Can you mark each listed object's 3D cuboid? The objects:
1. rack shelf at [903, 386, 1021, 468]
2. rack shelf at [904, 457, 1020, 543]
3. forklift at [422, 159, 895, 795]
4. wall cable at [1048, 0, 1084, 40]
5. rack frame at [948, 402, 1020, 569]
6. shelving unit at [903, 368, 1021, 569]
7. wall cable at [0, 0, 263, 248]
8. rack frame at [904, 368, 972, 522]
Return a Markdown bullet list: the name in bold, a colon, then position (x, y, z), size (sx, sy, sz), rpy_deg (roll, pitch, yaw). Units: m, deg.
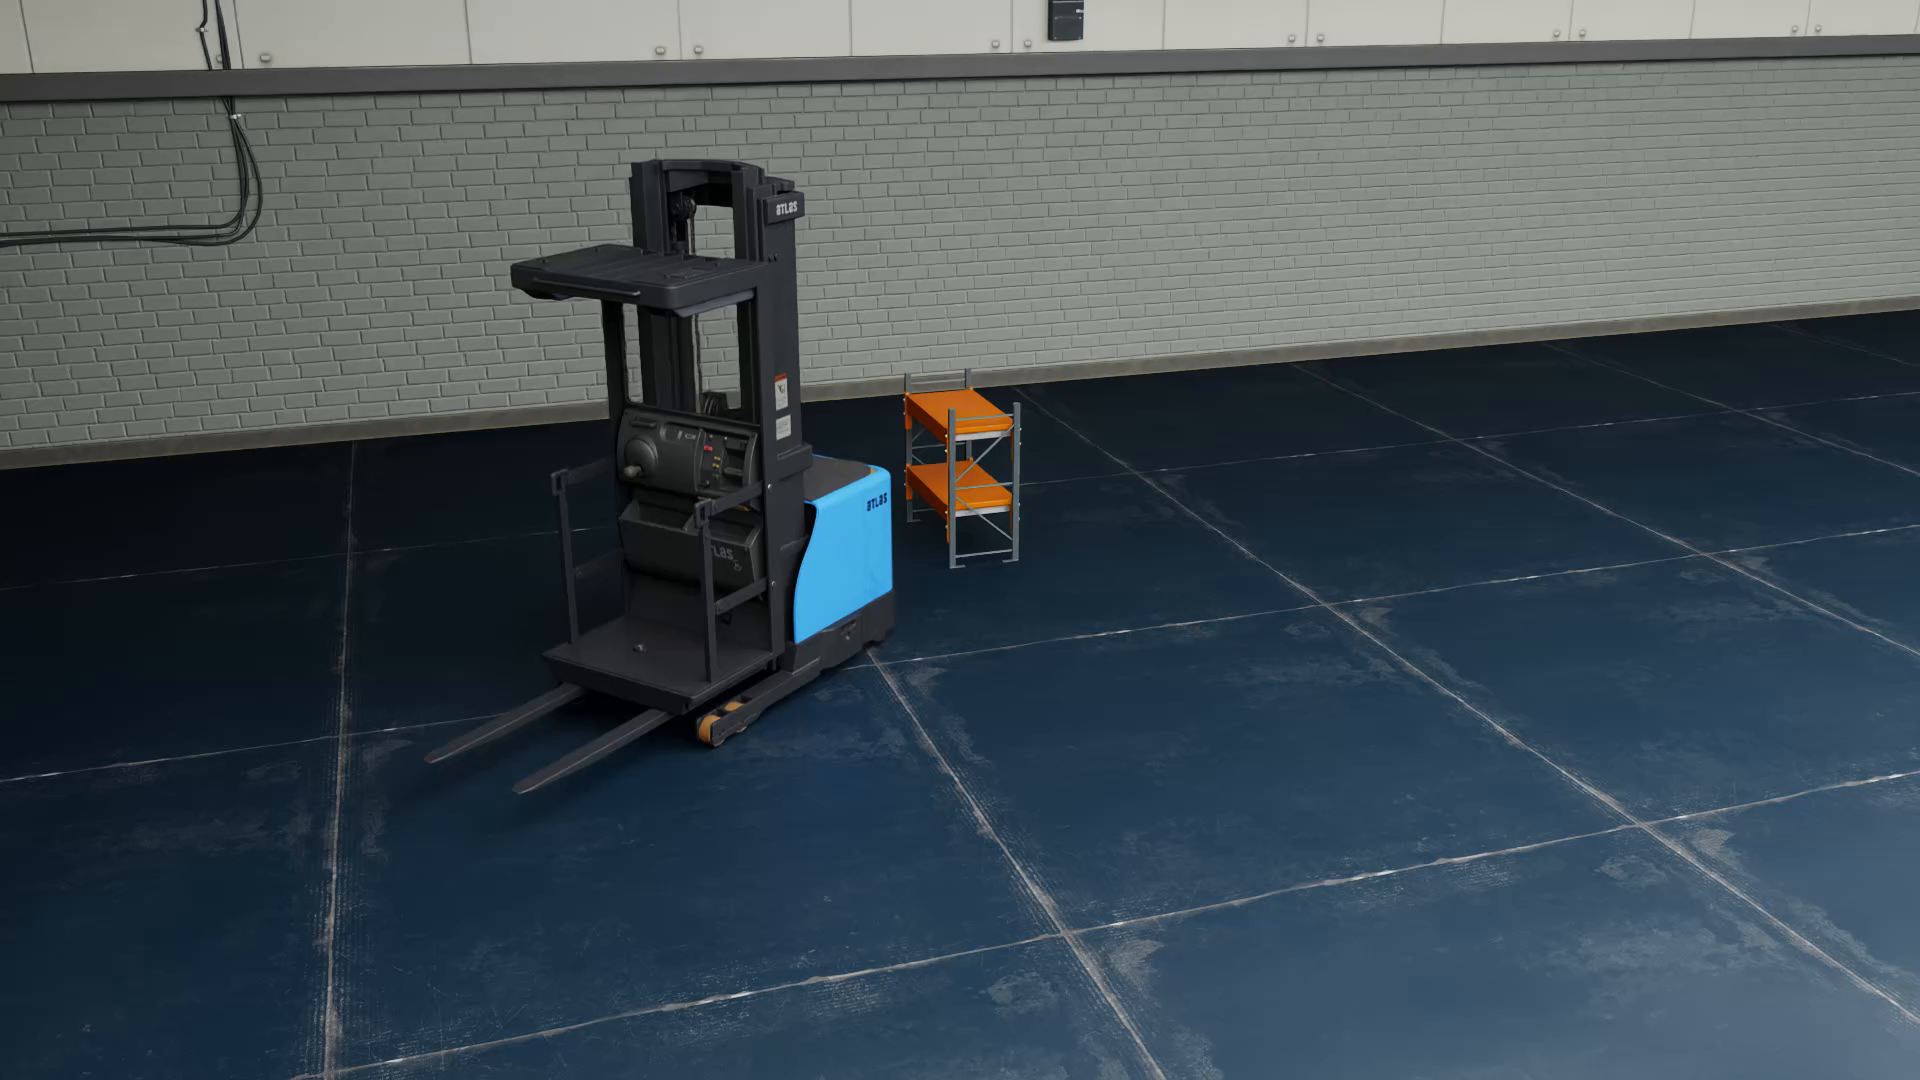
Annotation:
- **rack shelf**: position (0.002, -0.803, 11.621), size (0.538, 0.278, 1.000), rpy_deg (-6, 21, -17)
- **rack shelf**: position (0.002, -0.297, 11.803), size (0.538, 0.278, 1.000), rpy_deg (-6, 21, -17)
- **forklift**: position (-1.593, -0.459, 8.858), size (1.130, 2.935, 3.031), rpy_deg (12, 23, 29)
- **wall cable**: position (1.914, -7.478, 14.393), size (2.305, 6.003, 0.169), rpy_deg (-6, 21, -17)
- **rack frame**: position (0.162, -0.364, 11.266), size (0.500, 1.125, 0.032), rpy_deg (-6, 21, -17)
- **shelving unit**: position (0.002, -0.527, 11.720), size (0.538, 1.125, 1.048), rpy_deg (-6, 21, -17)
- **wall cable**: position (-7.103, -3.412, 12.699), size (3.097, 2.526, 0.112), rpy_deg (-6, 21, -17)
- **rack frame**: position (-0.158, -0.690, 12.174), size (0.500, 1.125, 0.032), rpy_deg (-6, 21, -17)
